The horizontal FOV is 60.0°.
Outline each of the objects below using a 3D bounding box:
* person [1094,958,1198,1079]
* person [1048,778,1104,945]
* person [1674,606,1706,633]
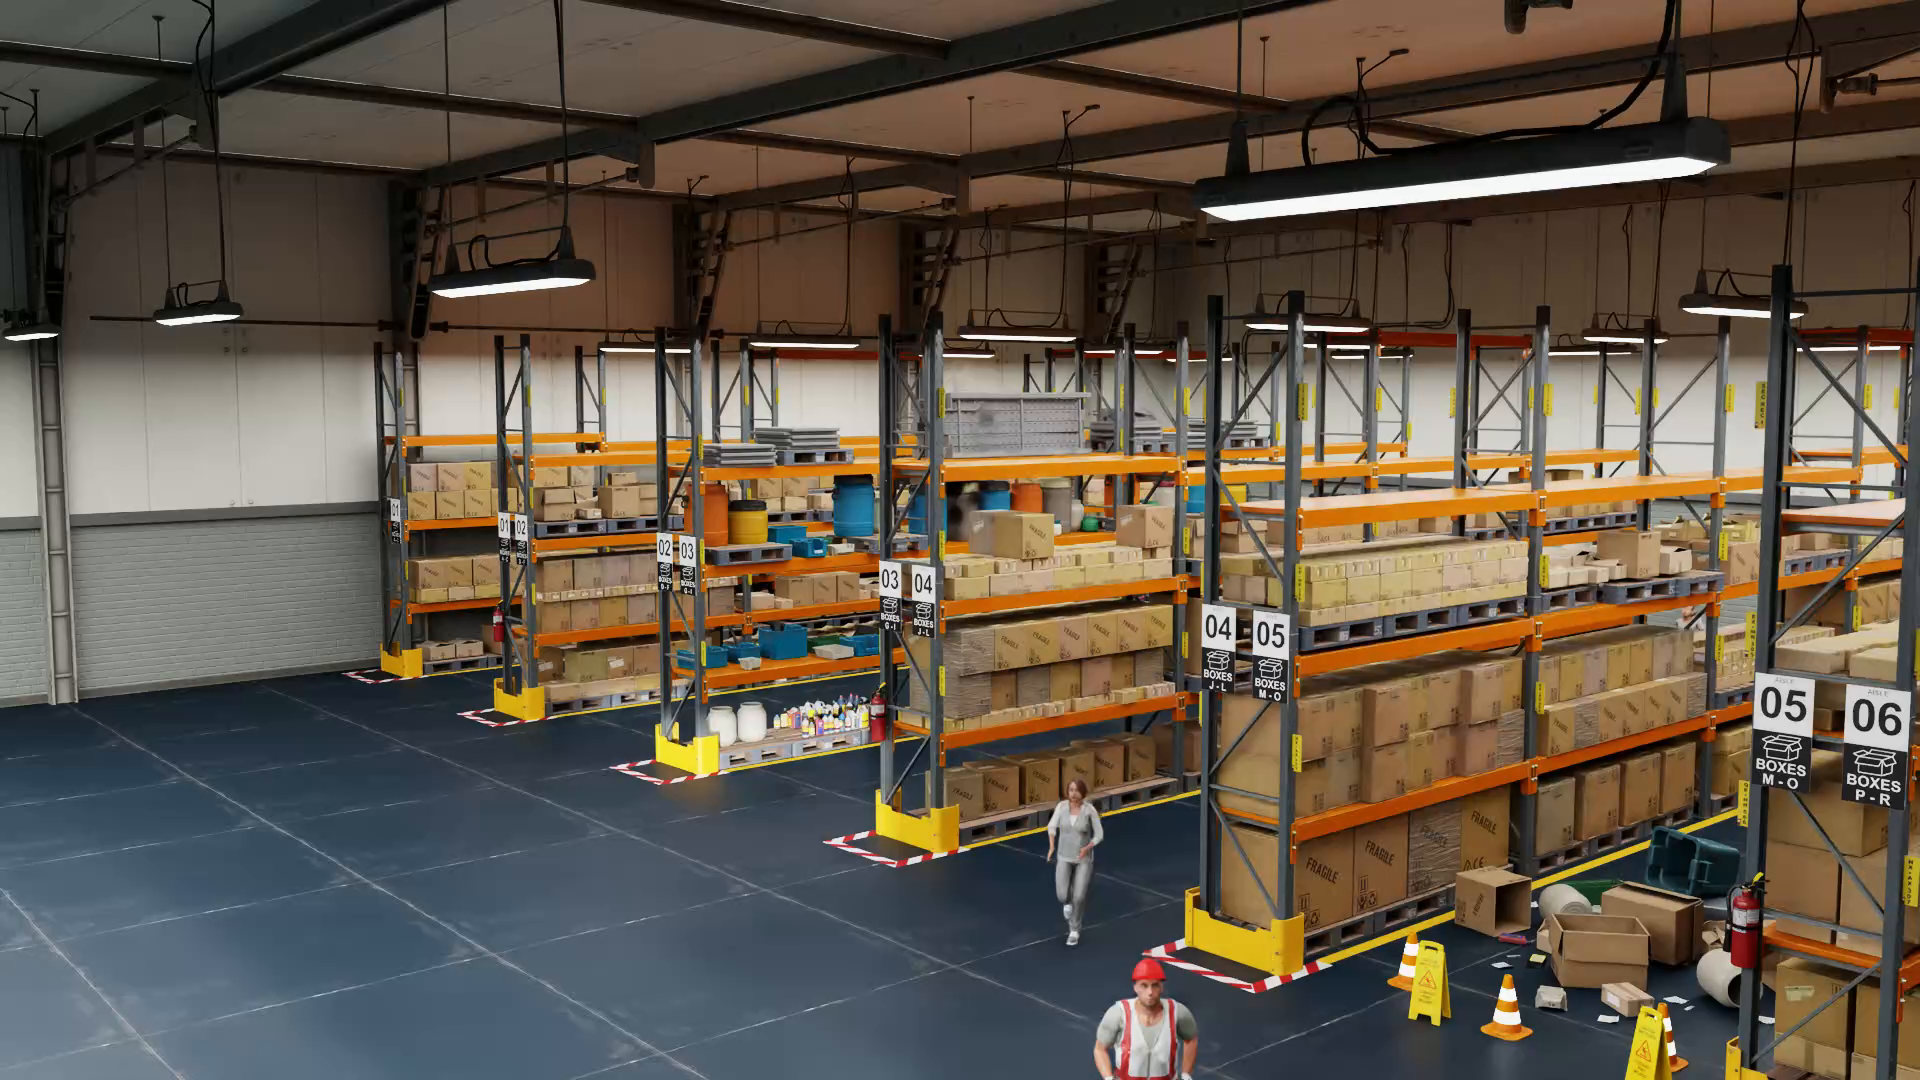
[{"bbox_3d":[1.139,3.373,10.174,0.646,1.748,0.797,0,5,0],"label":"person"},{"bbox_3d":[1.067,3.036,15.534,0.544,1.471,0.542,1,5,12],"label":"person"},{"bbox_3d":[11.994,1.853,27.361,0.579,1.671,0.857,5,7,42],"label":"person"}]
